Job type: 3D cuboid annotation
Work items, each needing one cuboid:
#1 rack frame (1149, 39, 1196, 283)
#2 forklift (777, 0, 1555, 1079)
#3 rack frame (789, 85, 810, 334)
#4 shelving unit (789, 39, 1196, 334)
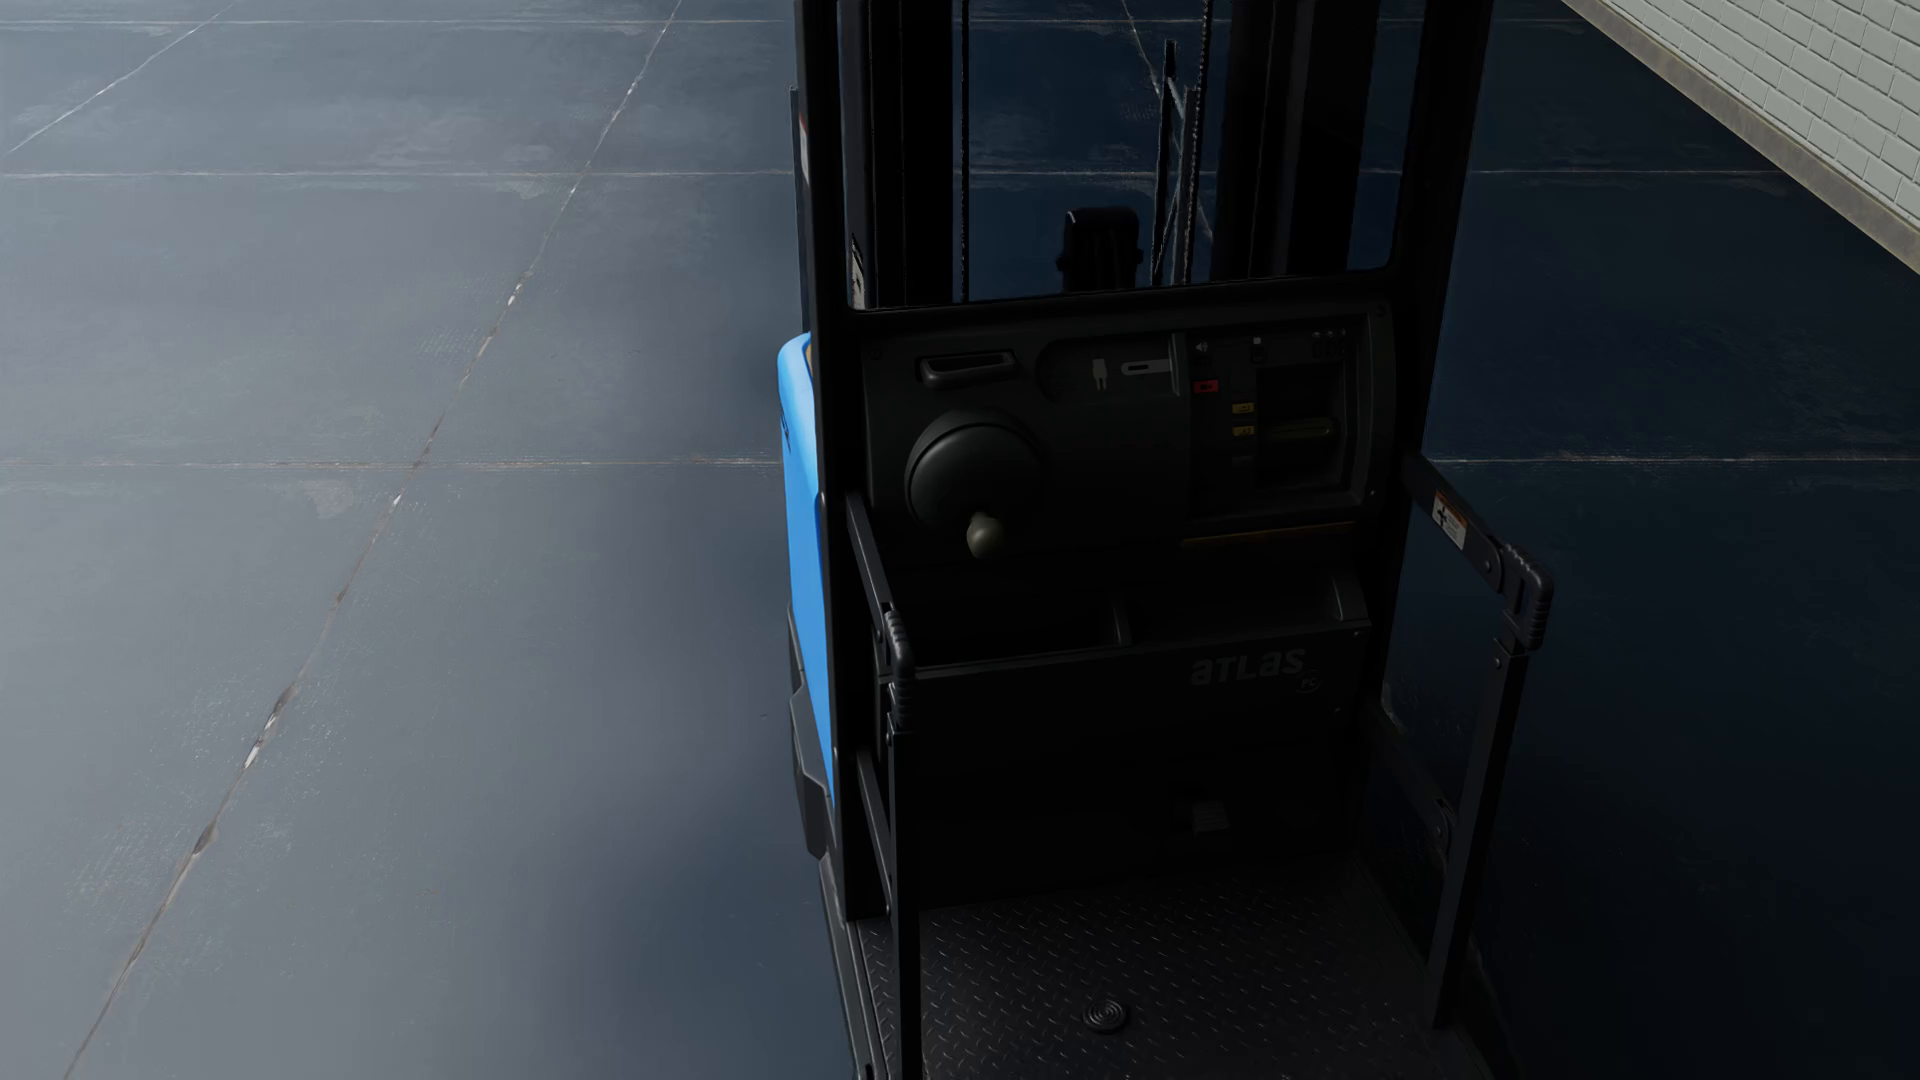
[{"bbox_3d":[0.594,-0.643,4.864,0.032,1.500,0.500,0,31,0],"label":"rack frame"},{"bbox_3d":[0.343,-0.140,2.655,1.130,2.935,3.031,-6,32,-10],"label":"forklift"},{"bbox_3d":[-0.423,-0.640,4.859,0.032,1.500,0.500,0,31,0],"label":"rack frame"},{"bbox_3d":[0.085,-0.641,4.861,1.048,1.500,0.538,0,31,0],"label":"shelving unit"}]
